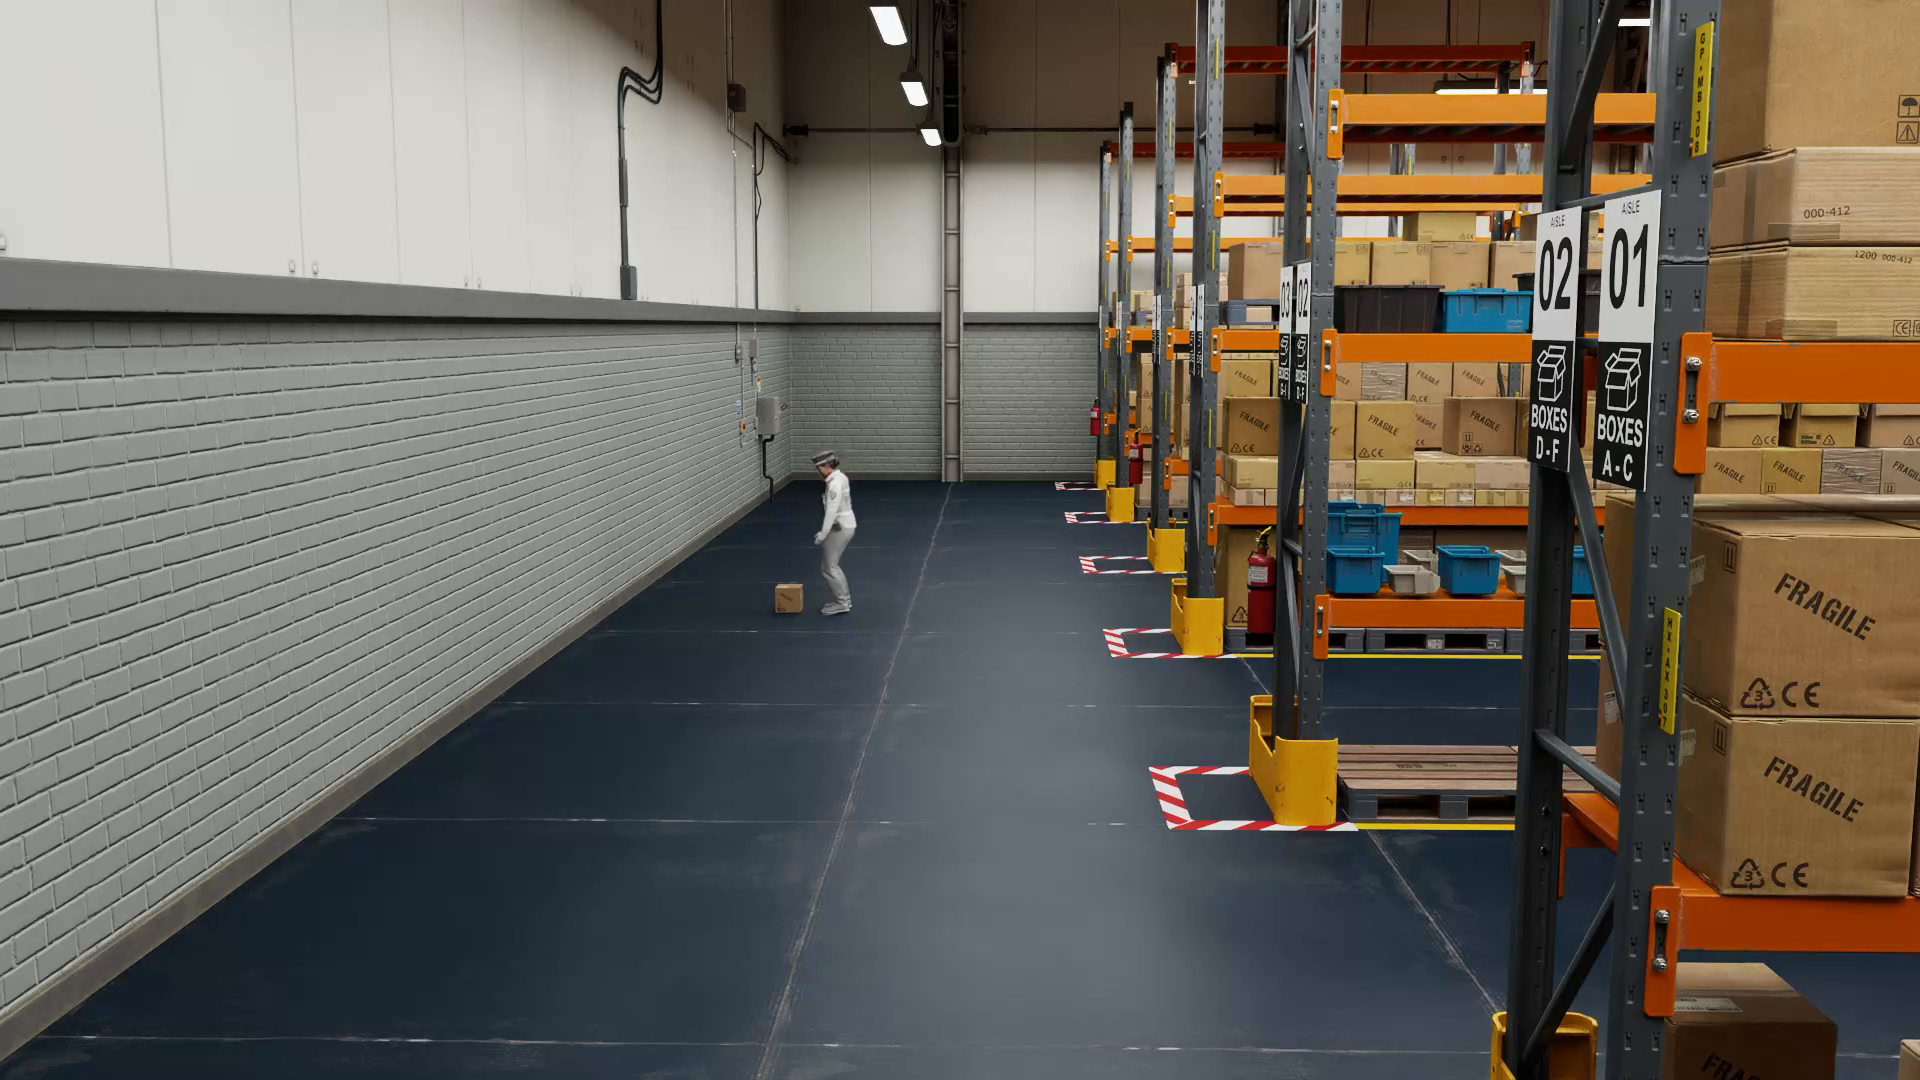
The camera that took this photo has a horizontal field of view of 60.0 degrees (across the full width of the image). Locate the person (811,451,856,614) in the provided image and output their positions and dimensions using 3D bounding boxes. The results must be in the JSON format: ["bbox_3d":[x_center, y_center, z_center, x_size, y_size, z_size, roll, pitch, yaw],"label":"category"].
[{"bbox_3d":[-1.261,-0.081,16.606,0.447,1.626,0.500,0,7,3],"label":"person"}]
